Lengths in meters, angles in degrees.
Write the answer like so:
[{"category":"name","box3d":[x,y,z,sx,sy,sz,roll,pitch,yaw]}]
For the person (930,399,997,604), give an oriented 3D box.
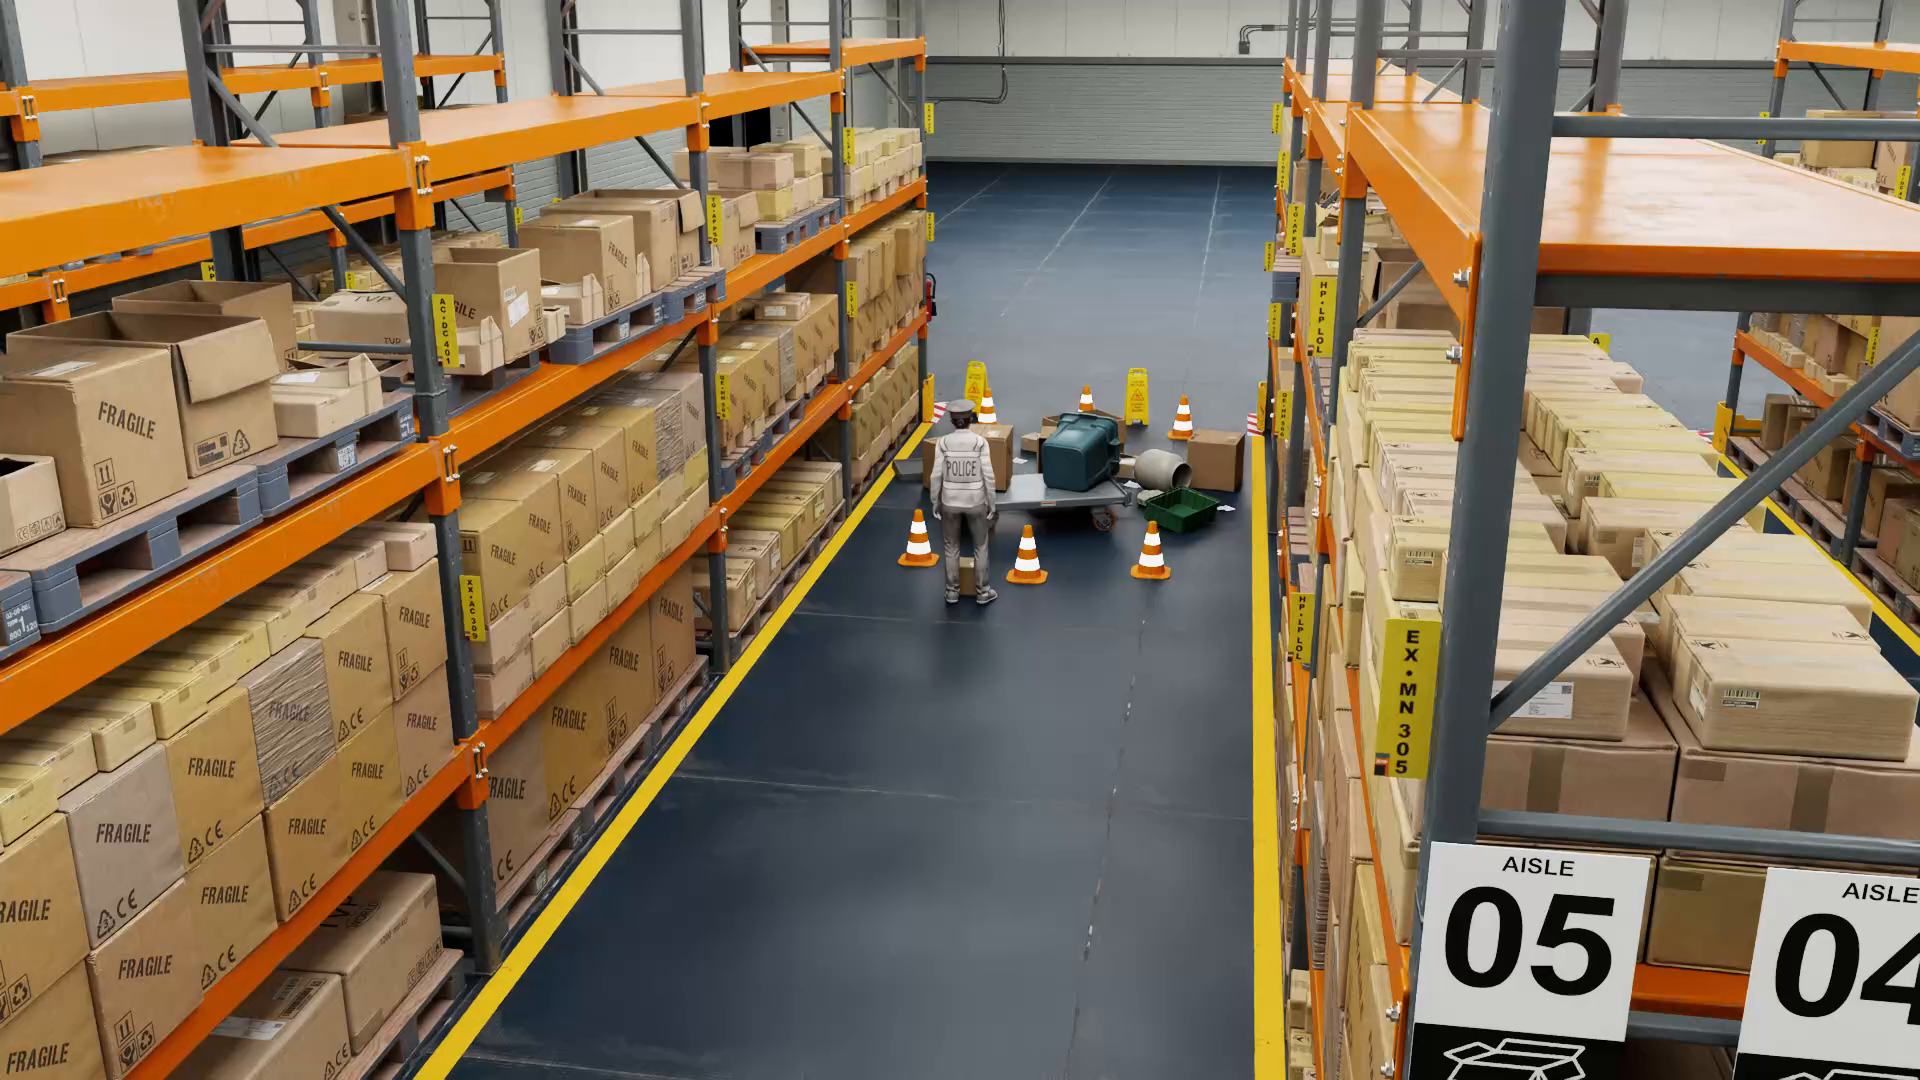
[{"category":"person","box3d":[0.030,-0.292,13.450,0.540,1.662,0.374,2,18,5]}]
